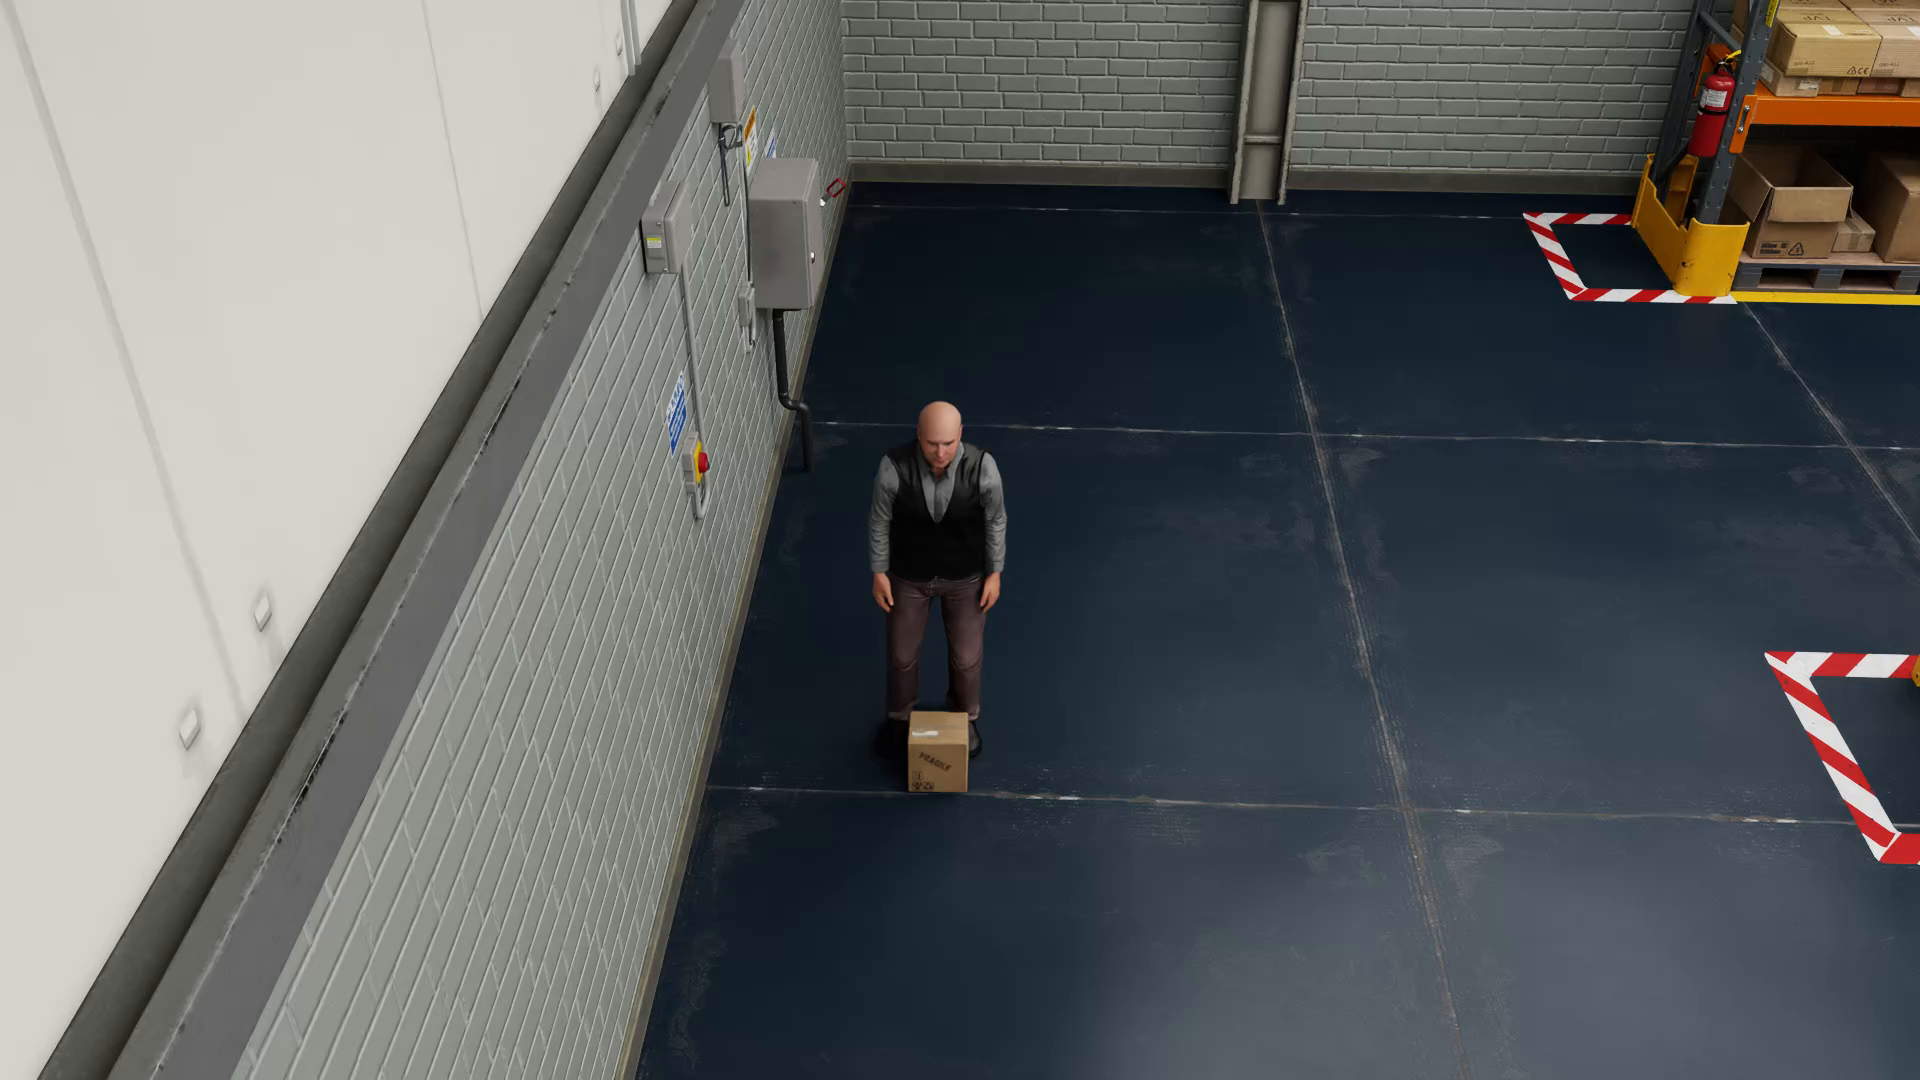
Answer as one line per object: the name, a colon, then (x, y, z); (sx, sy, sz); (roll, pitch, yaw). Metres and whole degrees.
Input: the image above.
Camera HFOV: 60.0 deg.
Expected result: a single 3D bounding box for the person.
person: (-0.093, 0.142, 6.938); (0.570, 1.721, 0.420); (0, 35, 0)
